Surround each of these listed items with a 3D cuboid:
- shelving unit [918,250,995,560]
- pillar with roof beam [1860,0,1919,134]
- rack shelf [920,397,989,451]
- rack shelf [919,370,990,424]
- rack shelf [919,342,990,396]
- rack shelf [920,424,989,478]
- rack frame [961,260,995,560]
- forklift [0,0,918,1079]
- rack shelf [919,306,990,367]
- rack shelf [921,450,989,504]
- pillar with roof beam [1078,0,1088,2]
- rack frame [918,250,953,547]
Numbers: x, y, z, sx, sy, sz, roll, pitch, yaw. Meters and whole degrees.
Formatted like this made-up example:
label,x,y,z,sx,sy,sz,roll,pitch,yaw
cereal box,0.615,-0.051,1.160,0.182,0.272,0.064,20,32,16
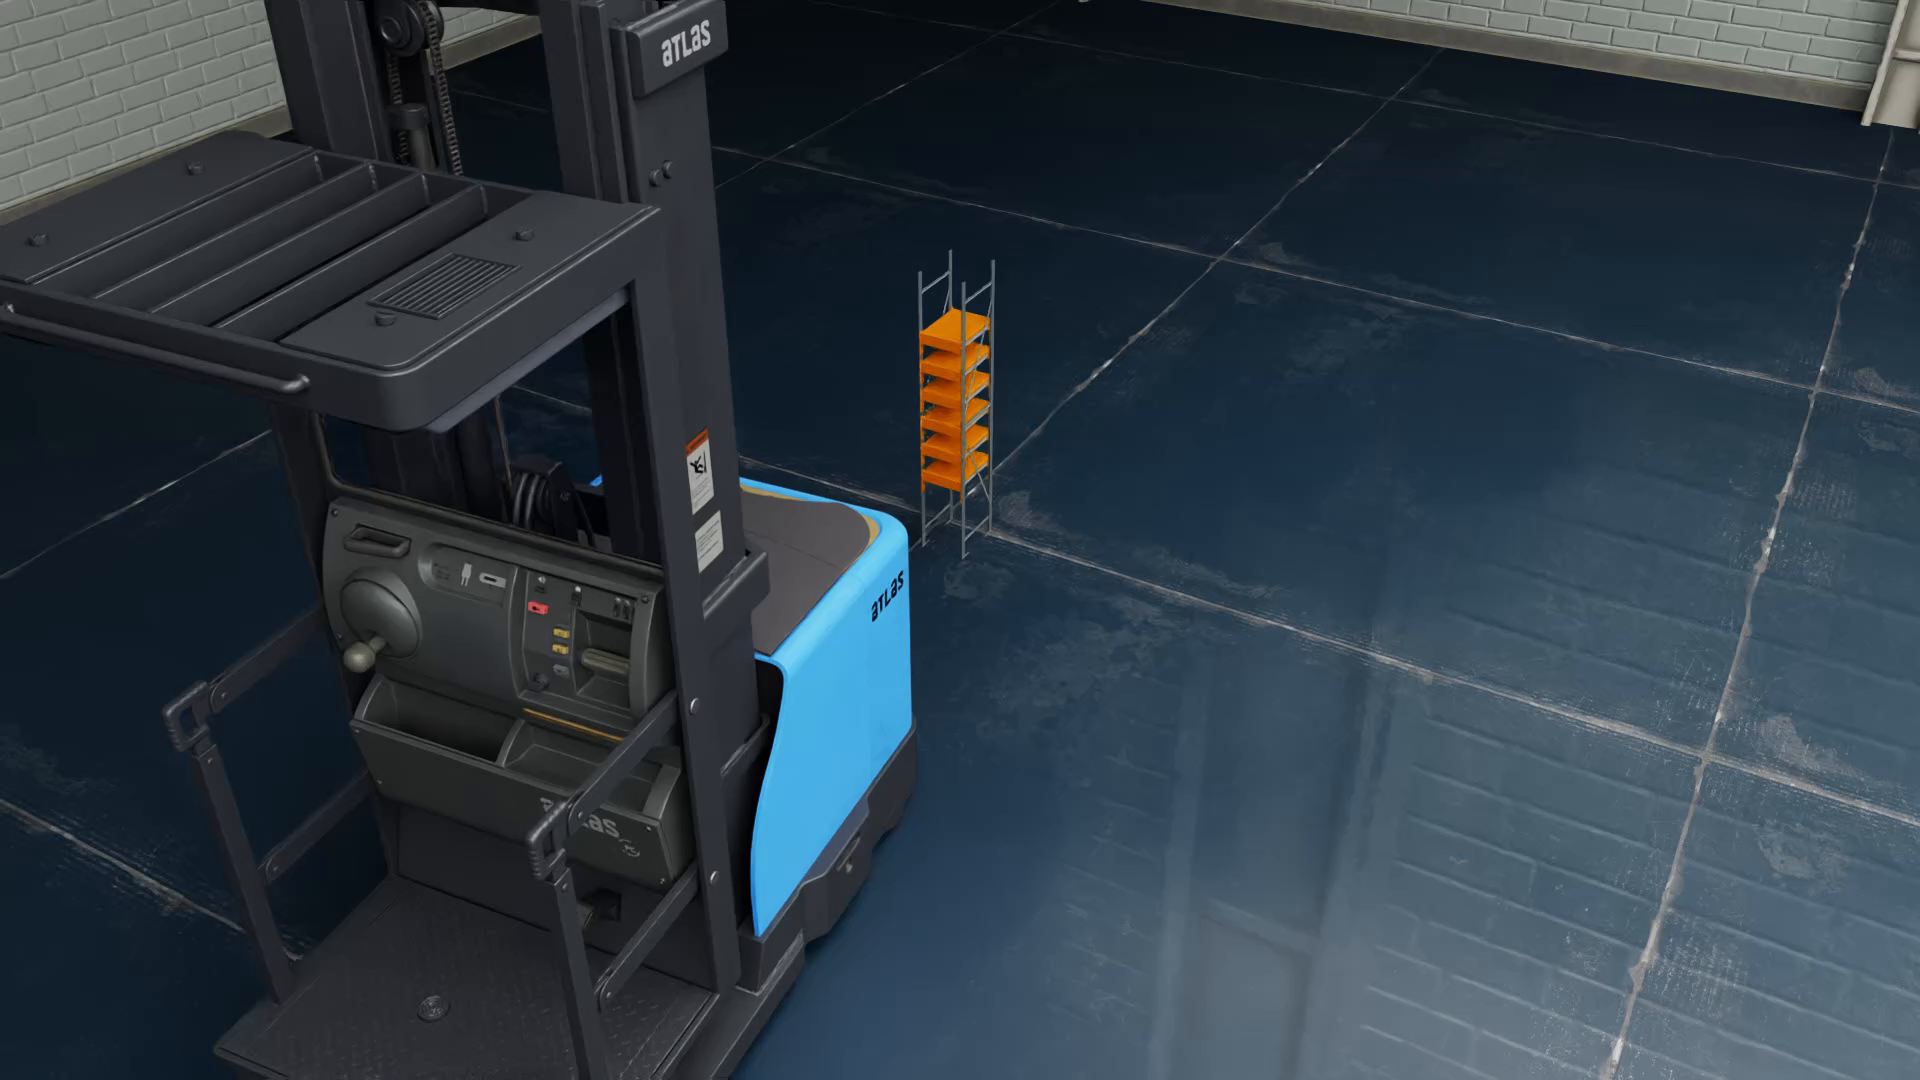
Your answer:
label,x,y,z,sx,sy,sz,roll,pitch,yaw
shelving unit,-0.013,-0.503,6.423,0.189,1.200,0.258,18,37,24
pillar with roof beam,3.959,-4.392,5.226,0.400,9.000,9.100,18,37,24
rack shelf,-0.013,-0.466,6.448,0.180,0.103,0.258,18,37,24
rack shelf,-0.013,-0.566,6.382,0.180,0.103,0.258,18,37,24
rack shelf,-0.013,-0.666,6.315,0.180,0.103,0.258,18,37,24
rack shelf,-0.013,-0.367,6.515,0.180,0.103,0.258,18,37,24
rack frame,0.067,-0.478,6.386,0.006,1.200,0.240,18,37,24
forklift,-1.200,0.242,3.743,1.130,2.935,3.031,14,36,20
rack shelf,-0.013,-0.766,6.249,0.180,0.103,0.258,18,37,24
rack shelf,-0.013,-0.267,6.581,0.180,0.103,0.258,18,37,24
pillar with roof beam,-1.250,-6.042,7.704,0.400,9.000,9.100,18,37,24
rack frame,-0.092,-0.529,6.461,0.006,1.200,0.240,18,37,24
